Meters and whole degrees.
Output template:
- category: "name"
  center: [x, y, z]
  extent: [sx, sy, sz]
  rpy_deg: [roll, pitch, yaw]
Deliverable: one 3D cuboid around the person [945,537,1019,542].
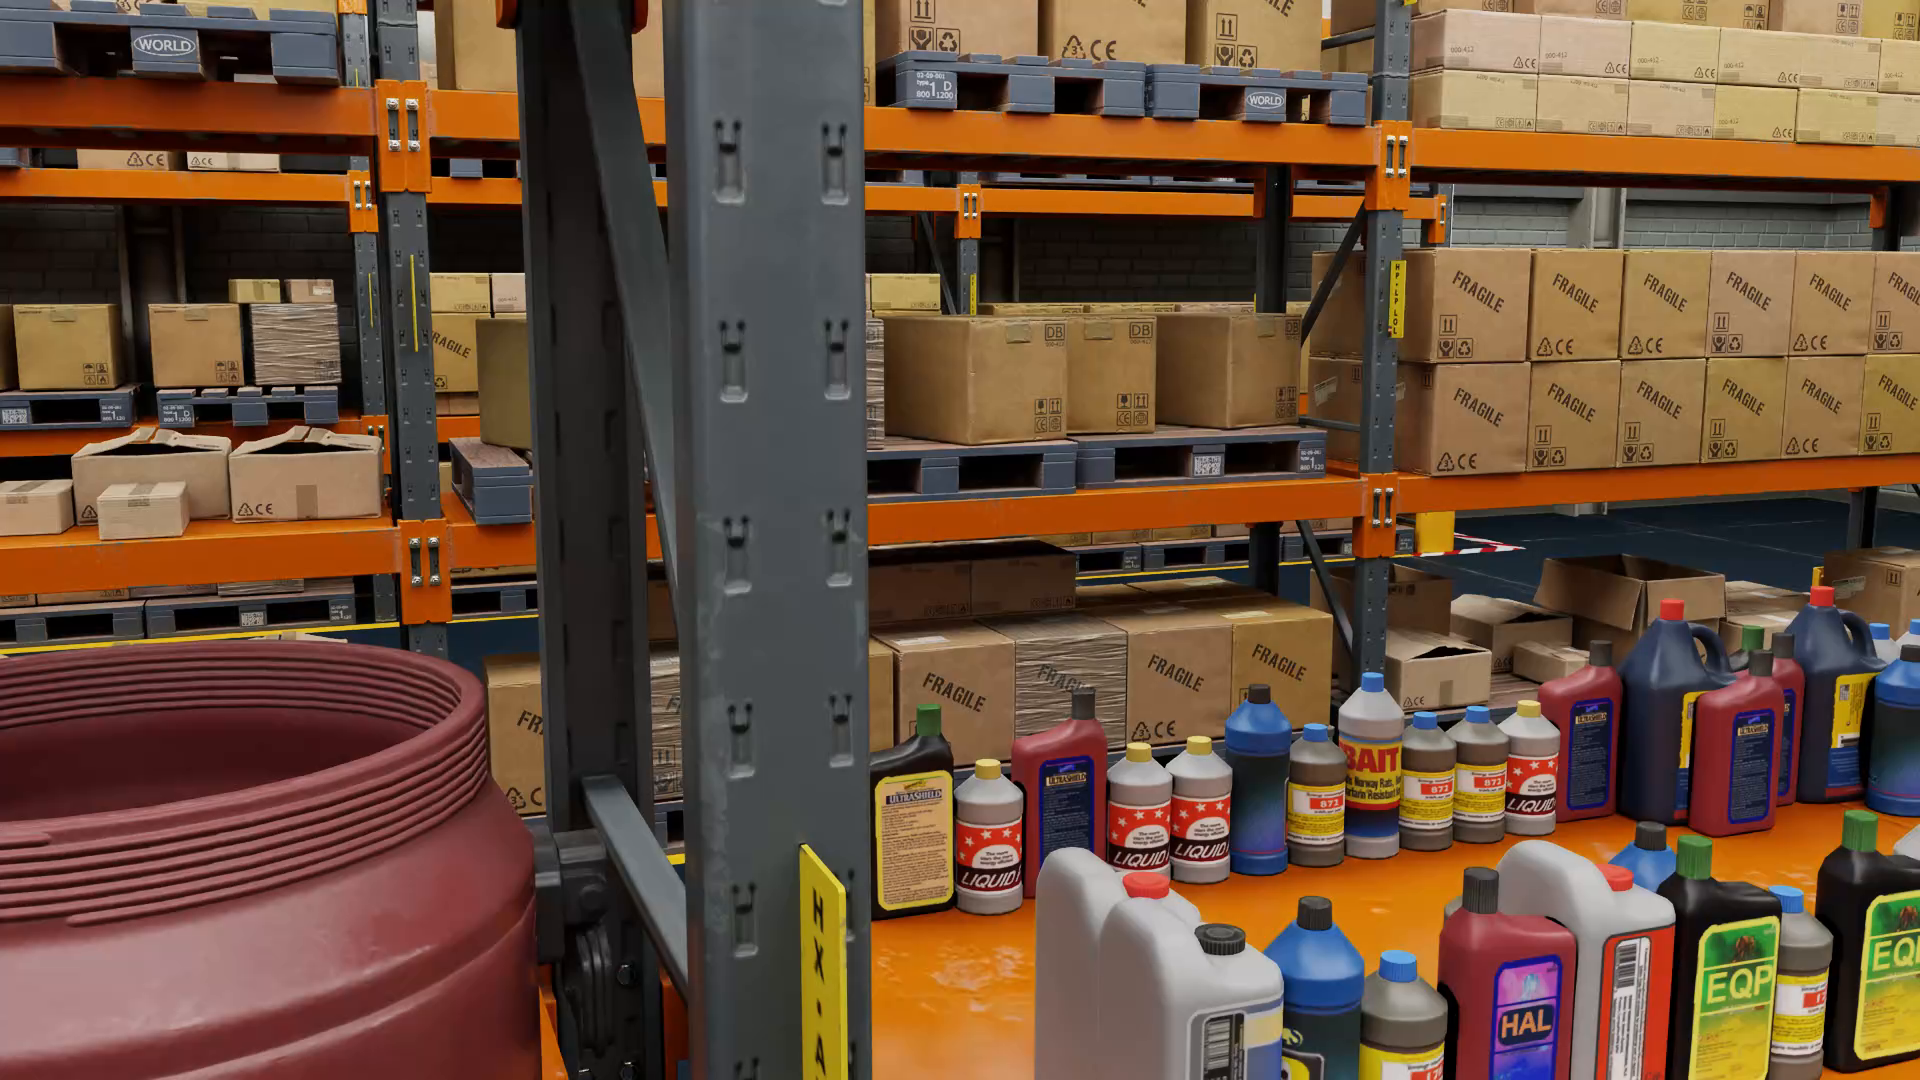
- category: "person"
  center: [0.121, -0.180, 9.562]
  extent: [0.587, 1.727, 0.391]
  rpy_deg: [-3, 9, -21]
